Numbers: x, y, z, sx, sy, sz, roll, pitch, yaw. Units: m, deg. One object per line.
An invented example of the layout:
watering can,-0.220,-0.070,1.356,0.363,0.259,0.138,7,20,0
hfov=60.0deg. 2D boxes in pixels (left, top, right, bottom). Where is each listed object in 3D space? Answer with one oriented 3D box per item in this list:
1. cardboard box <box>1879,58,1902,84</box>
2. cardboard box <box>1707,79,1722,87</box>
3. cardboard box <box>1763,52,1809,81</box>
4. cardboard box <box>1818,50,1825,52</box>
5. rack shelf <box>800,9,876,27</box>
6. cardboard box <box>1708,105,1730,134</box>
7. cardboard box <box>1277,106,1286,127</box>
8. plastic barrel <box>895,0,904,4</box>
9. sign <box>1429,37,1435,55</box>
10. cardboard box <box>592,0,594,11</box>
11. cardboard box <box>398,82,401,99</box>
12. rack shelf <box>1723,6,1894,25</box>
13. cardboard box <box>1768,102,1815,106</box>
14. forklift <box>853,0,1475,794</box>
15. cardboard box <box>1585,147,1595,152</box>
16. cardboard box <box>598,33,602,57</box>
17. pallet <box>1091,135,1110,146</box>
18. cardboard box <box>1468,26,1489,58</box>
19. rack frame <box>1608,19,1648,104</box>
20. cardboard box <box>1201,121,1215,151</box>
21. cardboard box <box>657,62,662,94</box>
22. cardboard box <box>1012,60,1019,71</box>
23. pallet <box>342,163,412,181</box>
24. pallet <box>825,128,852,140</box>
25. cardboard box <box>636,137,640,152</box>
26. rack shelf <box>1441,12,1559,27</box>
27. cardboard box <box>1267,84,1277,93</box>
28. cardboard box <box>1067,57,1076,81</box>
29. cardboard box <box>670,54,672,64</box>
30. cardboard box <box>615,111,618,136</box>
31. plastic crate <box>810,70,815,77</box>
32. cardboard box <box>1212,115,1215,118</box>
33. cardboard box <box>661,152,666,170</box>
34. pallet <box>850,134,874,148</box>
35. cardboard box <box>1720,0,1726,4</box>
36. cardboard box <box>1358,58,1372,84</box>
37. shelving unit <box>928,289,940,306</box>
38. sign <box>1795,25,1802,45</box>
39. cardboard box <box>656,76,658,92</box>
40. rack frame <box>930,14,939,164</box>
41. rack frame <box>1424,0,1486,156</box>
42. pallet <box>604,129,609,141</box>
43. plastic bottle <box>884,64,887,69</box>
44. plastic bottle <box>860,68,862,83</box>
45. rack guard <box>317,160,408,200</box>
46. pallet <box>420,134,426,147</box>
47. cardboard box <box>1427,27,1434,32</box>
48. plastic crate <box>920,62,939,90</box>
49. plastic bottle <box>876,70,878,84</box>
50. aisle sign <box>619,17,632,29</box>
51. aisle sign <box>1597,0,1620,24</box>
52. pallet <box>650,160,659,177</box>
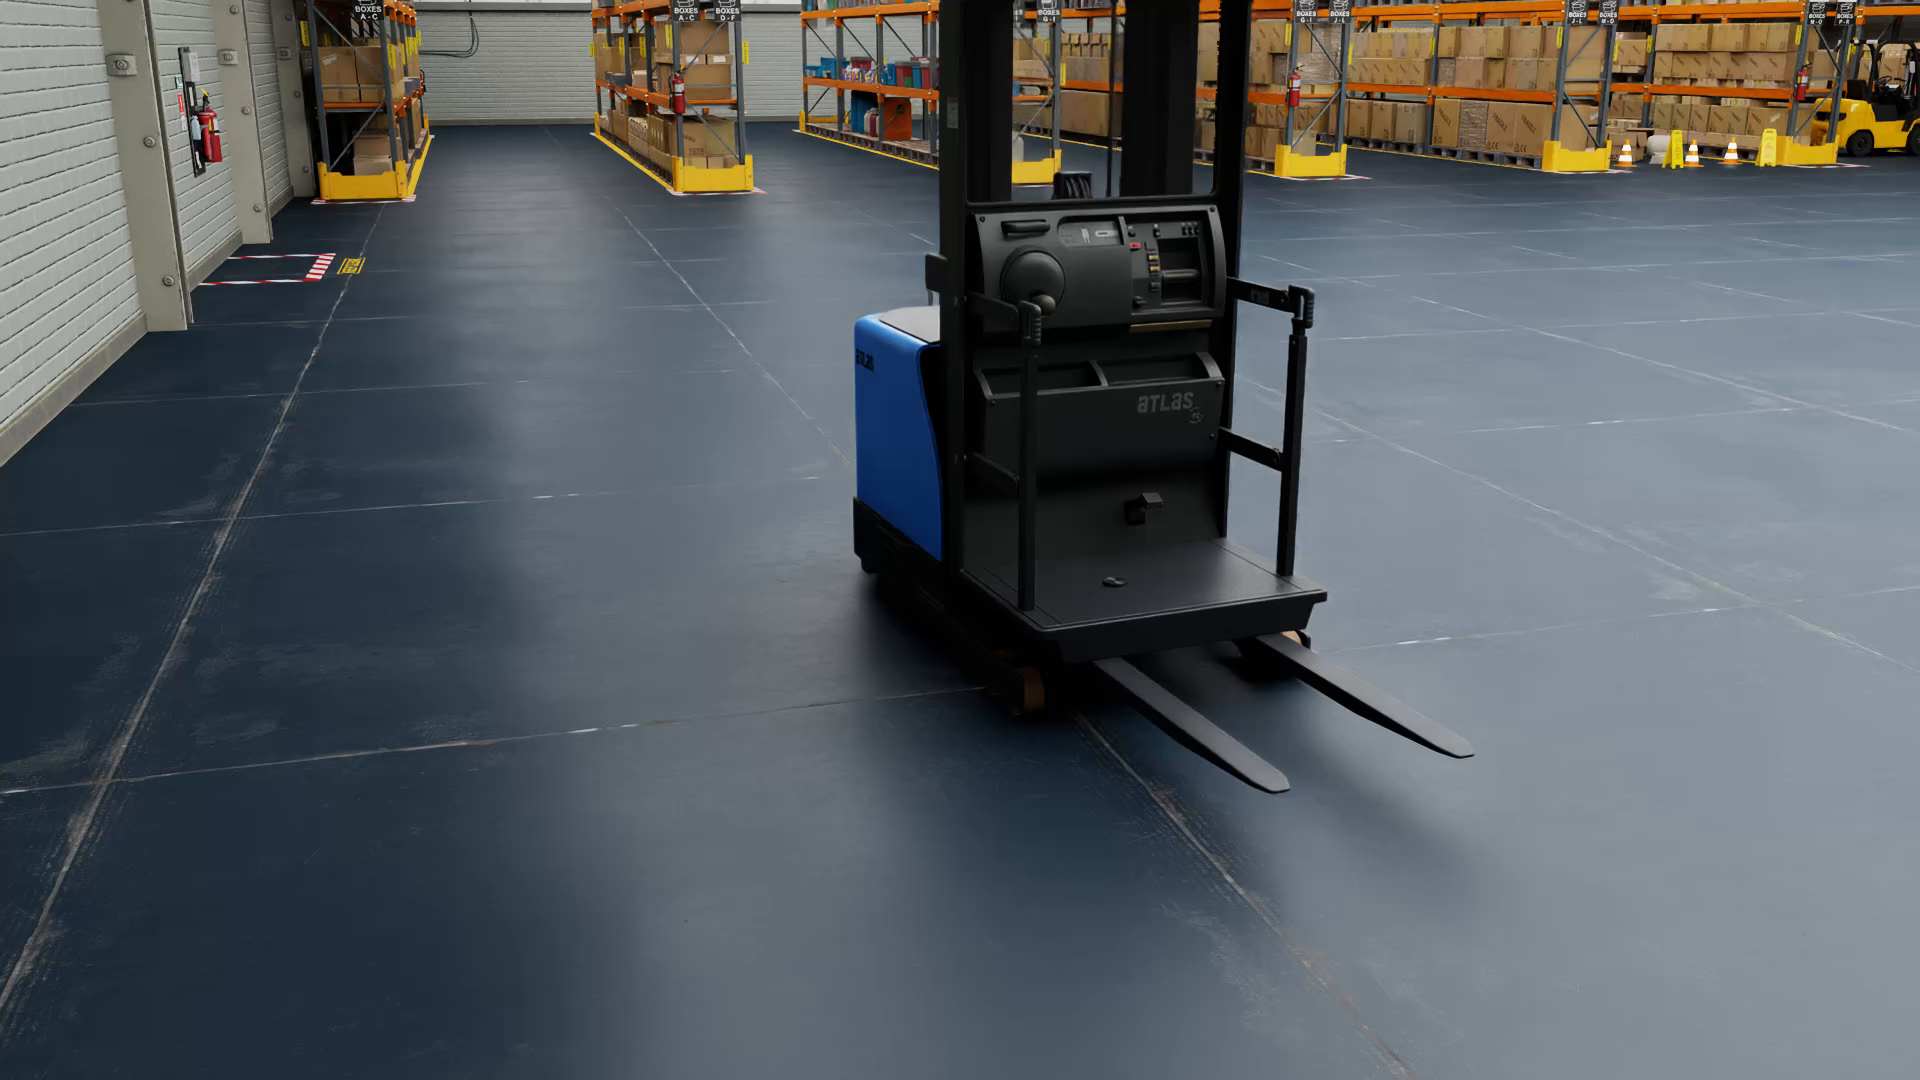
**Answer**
cardboard box,19.058,-9.517,33.748,0.500,0.500,0.500,-4,17,-14
cardboard box,14.473,-8.707,31.661,0.380,0.149,0.250,-5,17,-15
cardboard box,14.941,-8.574,30.091,0.500,0.500,0.500,-5,17,-16
cardboard box,18.415,-10.395,35.542,0.380,0.149,0.250,-5,18,-17
rack shelf,-2.783,-12.045,38.373,1.077,0.370,4.000,-5,17,-15
cardboard box,14.606,-7.984,31.564,0.500,0.500,0.500,-5,17,-17
cardboard box,7.578,-9.644,37.959,0.500,0.500,0.500,-4,17,-14
plastic barrel,-0.937,-10.510,31.267,0.600,0.830,0.708,-5,17,-15
sign,9.005,-9.414,31.702,0.100,0.325,0.005,-5,17,-15
cardboard box,-8.199,-12.318,38.293,0.500,0.250,0.500,-5,17,-15
cardboard box,-8.581,-6.679,24.698,0.500,0.250,0.500,-5,17,-16
rack shelf,18.478,-11.401,36.228,1.077,0.370,4.000,-5,17,-15
cardboard box,18.459,-9.386,36.882,0.875,0.625,0.625,-5,18,-18
forklift,0.574,-0.957,5.543,1.130,2.935,3.031,-7,18,-21
cardboard box,11.768,-7.303,31.304,0.396,0.266,0.258,-2,17,-6
cardboard box,-7.804,-11.075,37.197,0.500,0.500,0.500,-5,17,-16
pallet,3.484,-8.573,35.627,1.003,0.211,1.213,-5,17,-15
cardboard box,9.872,-9.124,30.474,0.875,0.550,0.550,-5,17,-15
rack frame,16.829,-11.968,42.081,1.000,3.000,0.127,-5,17,-15
cardboard box,4.799,-7.469,30.717,0.500,0.500,0.500,-5,18,-17
cardboard box,-4.670,-7.722,27.771,0.700,0.500,0.500,-5,17,-17
cardboard box,1.586,-11.532,40.372,0.500,0.250,0.500,-5,18,-17
pallet,-9.342,-5.885,26.677,1.003,0.211,1.213,-5,17,-15
pallet,-2.473,-9.265,37.928,1.003,0.211,1.213,-5,17,-15
cardboard box,-5.608,-7.195,30.239,0.500,0.250,0.500,-4,17,-14
rack shelf,12.607,-12.114,38.602,1.077,0.370,4.000,-5,17,-15
cardboard box,5.364,-7.548,27.804,0.380,0.149,0.250,-5,17,-15
cardboard box,2.691,-10.415,36.736,0.500,0.500,0.500,-5,17,-17
cardboard box,-4.271,-7.424,25.653,0.380,0.149,0.250,-4,17,-14
cardboard box,-6.941,-8.723,34.858,0.500,0.500,0.500,-4,17,-14
plastic crate,-3.386,-11.031,39.316,0.250,0.136,0.298,-5,17,-15
cardboard box,6.501,-10.501,41.421,0.380,0.149,0.250,-5,17,-15
cardboard box,-4.419,-5.975,26.177,0.500,0.250,0.500,-5,17,-15
pallet,-1.722,-8.509,35.414,1.003,0.211,1.213,-5,17,-15
cardboard box,14.529,-10.145,31.235,0.380,0.149,0.250,-5,17,-15
cardboard box,8.569,-9.671,34.261,0.500,0.500,0.500,-5,17,-15
shelving unit,0.004,-0.571,7.266,0.258,1.200,0.189,-5,17,-15
sign,14.816,-8.923,29.382,0.100,0.325,0.005,-5,17,-15
cardboard box,-4.976,-7.857,28.656,0.500,0.250,0.500,-4,17,-12
rack frame,-0.035,-8.187,29.493,1.000,3.000,0.127,-5,17,-15
rack frame,9.524,-8.943,32.009,1.000,3.000,0.127,-5,17,-15
pallet,-7.524,-9.202,37.719,1.003,0.211,1.213,-5,17,-15
plastic bottle,-1.615,-10.097,35.936,0.144,0.351,0.185,-5,17,-15
plastic bottle,-2.057,-9.720,34.799,0.061,0.283,0.133,-5,17,-15
rack guard,-8.482,-5.121,23.631,1.175,0.500,0.348,-5,17,-15
pallet,-11.893,-8.497,35.374,1.003,0.211,1.213,-5,17,-15
cardboard box,11.667,-12.472,40.720,0.380,0.149,0.250,-5,17,-16
plastic crate,-0.462,-8.327,29.849,0.402,0.464,0.583,-5,17,-15
plastic bottle,-1.655,-9.316,33.453,0.061,0.283,0.133,-5,17,-15
aisle sign,-7.820,-12.404,39.012,0.394,0.787,0.004,-5,17,-15
aisle sign,10.932,-9.085,27.965,0.394,0.787,0.004,-5,17,-15
pallet,-4.620,-6.238,27.850,1.003,0.211,1.213,-5,17,-15
